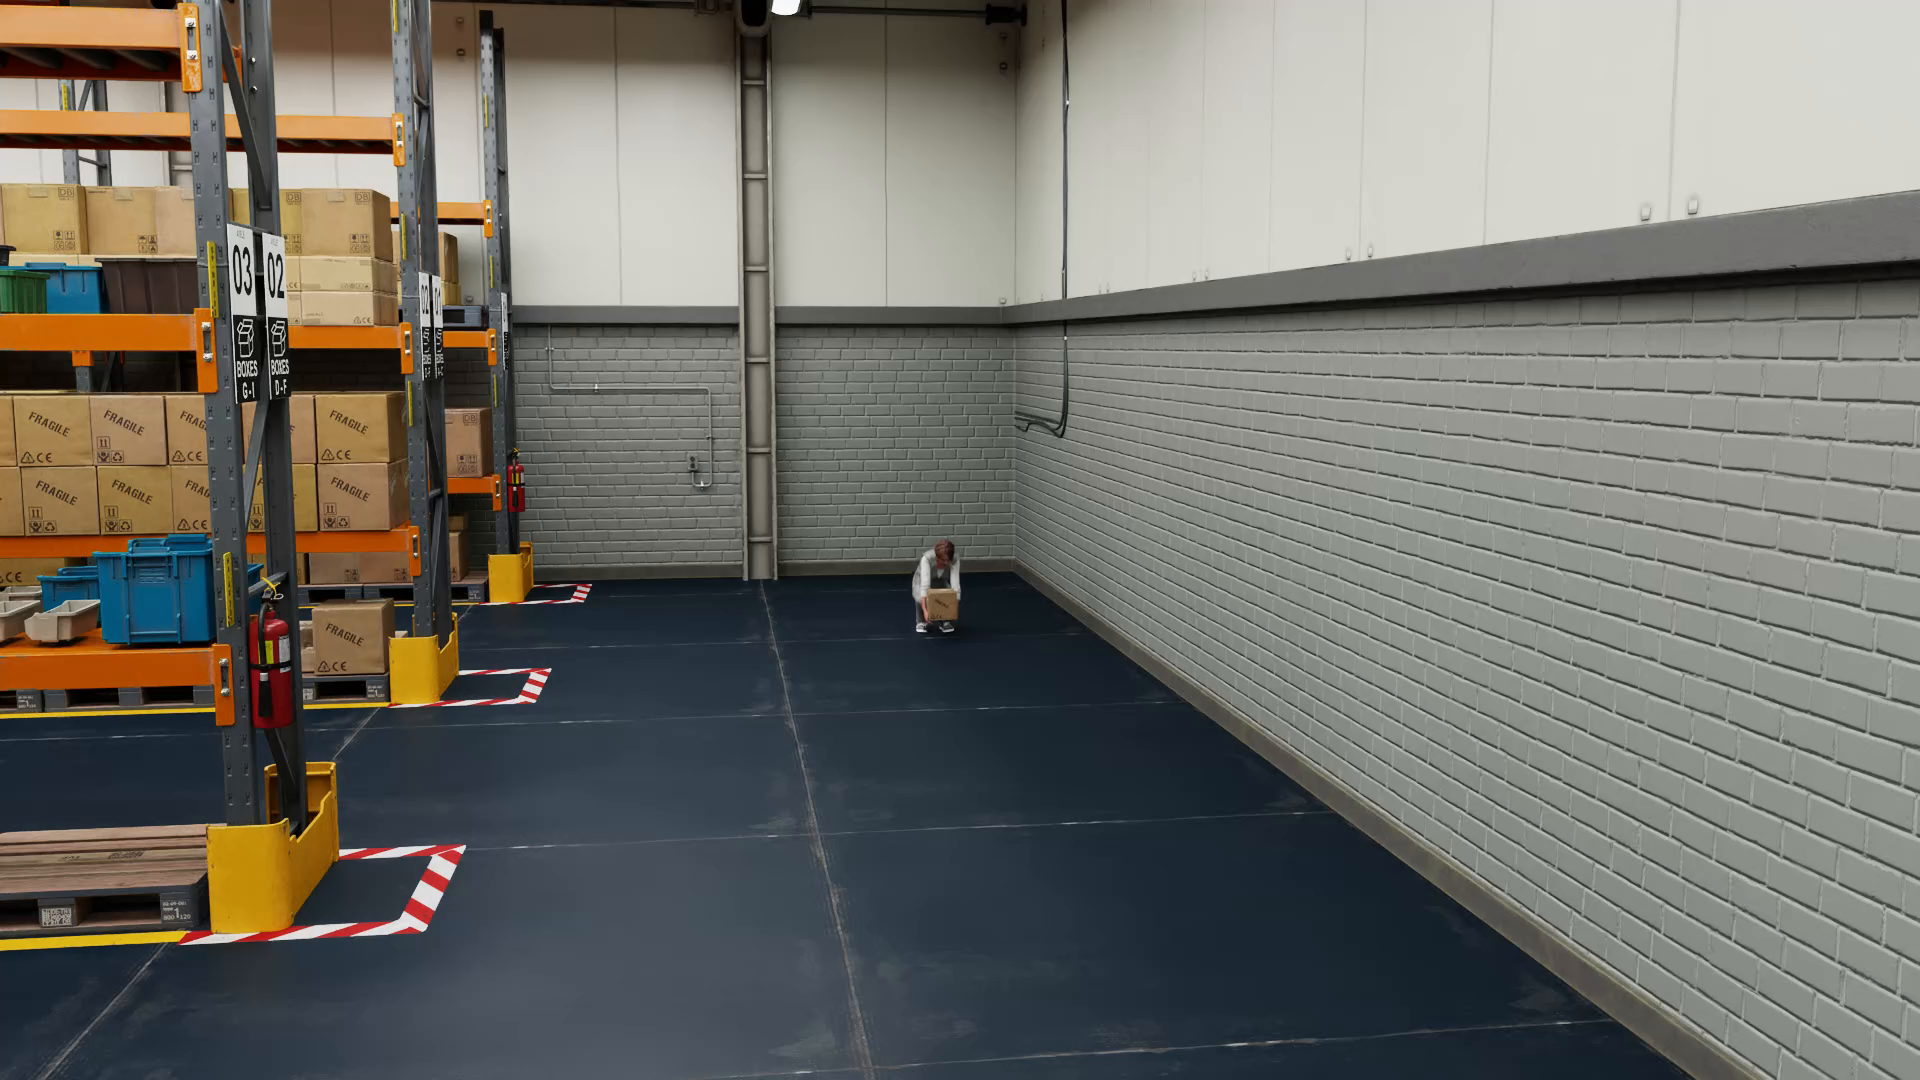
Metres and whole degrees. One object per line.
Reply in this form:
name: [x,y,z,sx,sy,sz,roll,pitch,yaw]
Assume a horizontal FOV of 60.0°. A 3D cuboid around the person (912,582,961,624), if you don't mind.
person: [-0.238,0.603,15.545,0.425,0.377,0.522,-1,7,-10]
